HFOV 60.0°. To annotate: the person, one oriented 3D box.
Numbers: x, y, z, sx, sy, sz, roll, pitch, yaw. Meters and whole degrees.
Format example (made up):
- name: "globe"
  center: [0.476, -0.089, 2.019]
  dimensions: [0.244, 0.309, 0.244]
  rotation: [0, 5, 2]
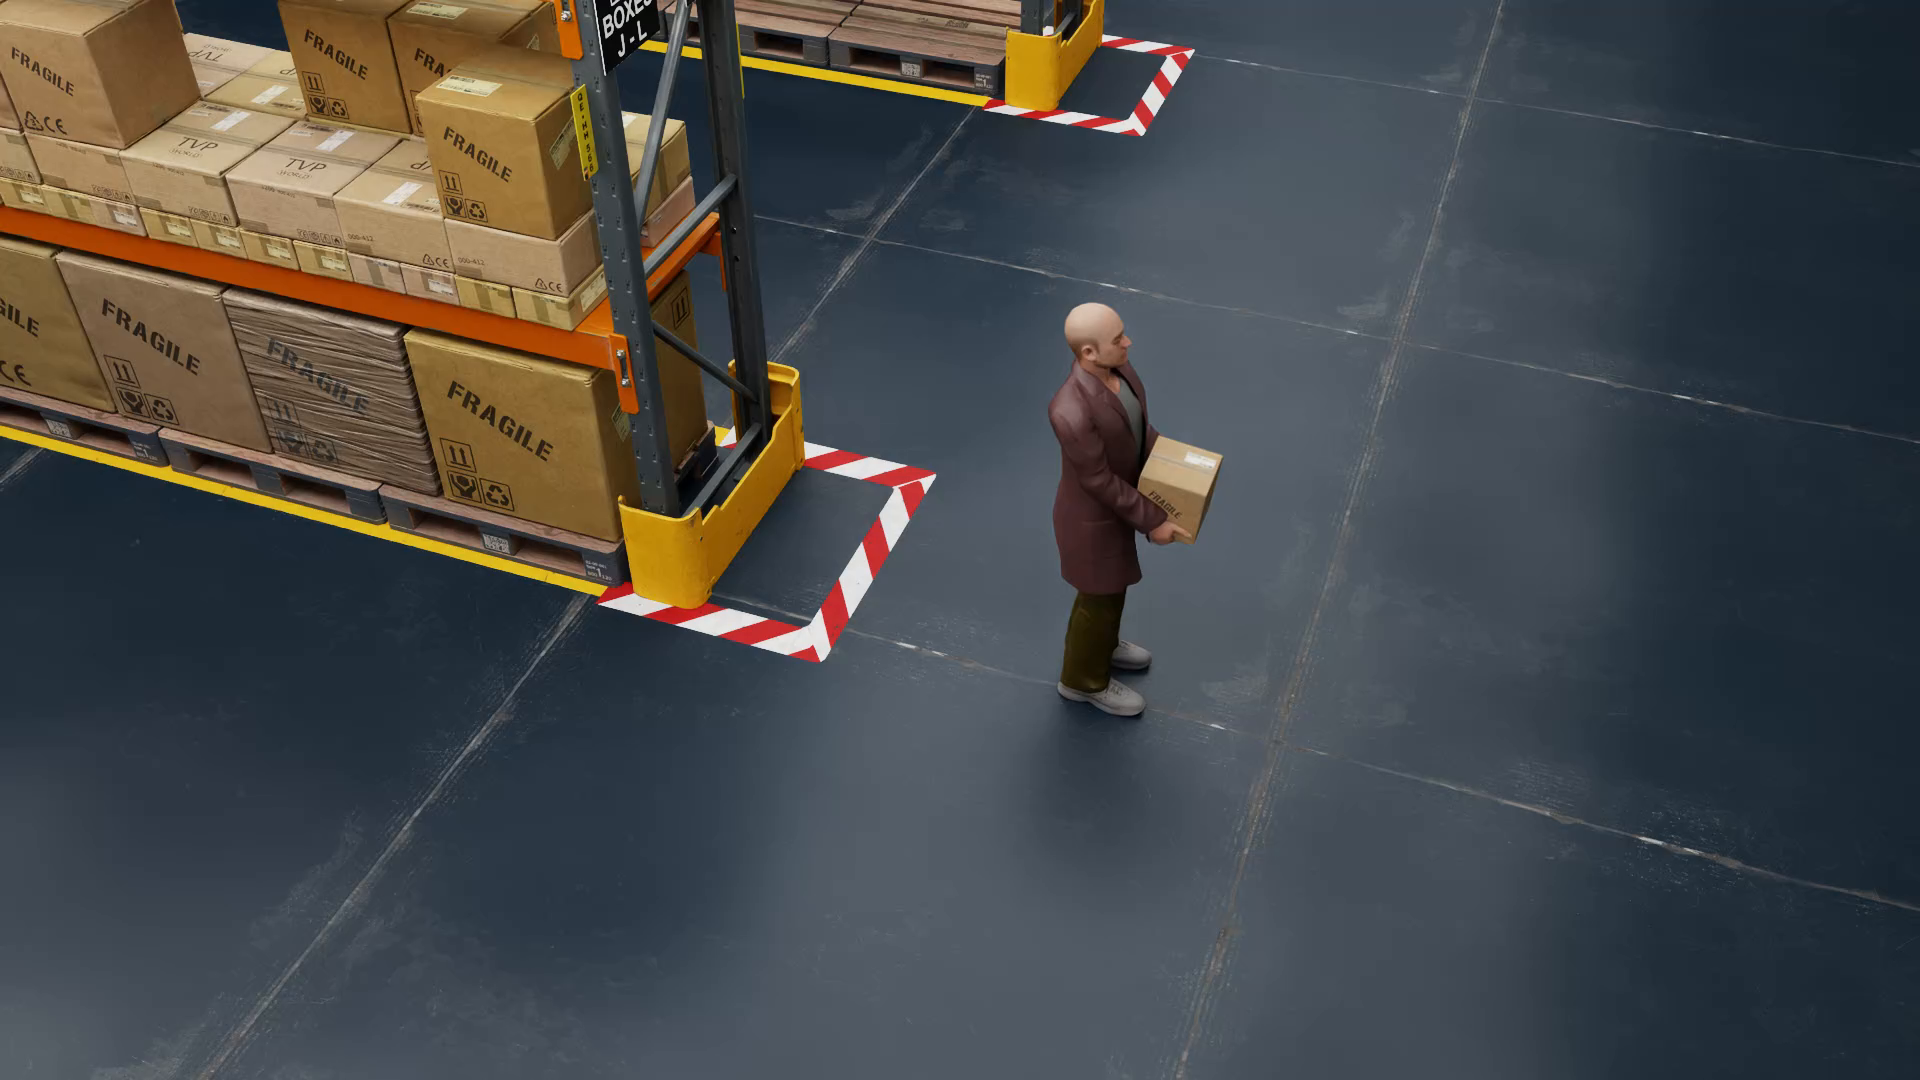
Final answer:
- name: "person"
  center: [0.627, -0.091, 6.279]
  dimensions: [0.563, 1.769, 0.527]
  rotation: [14, 43, 15]
